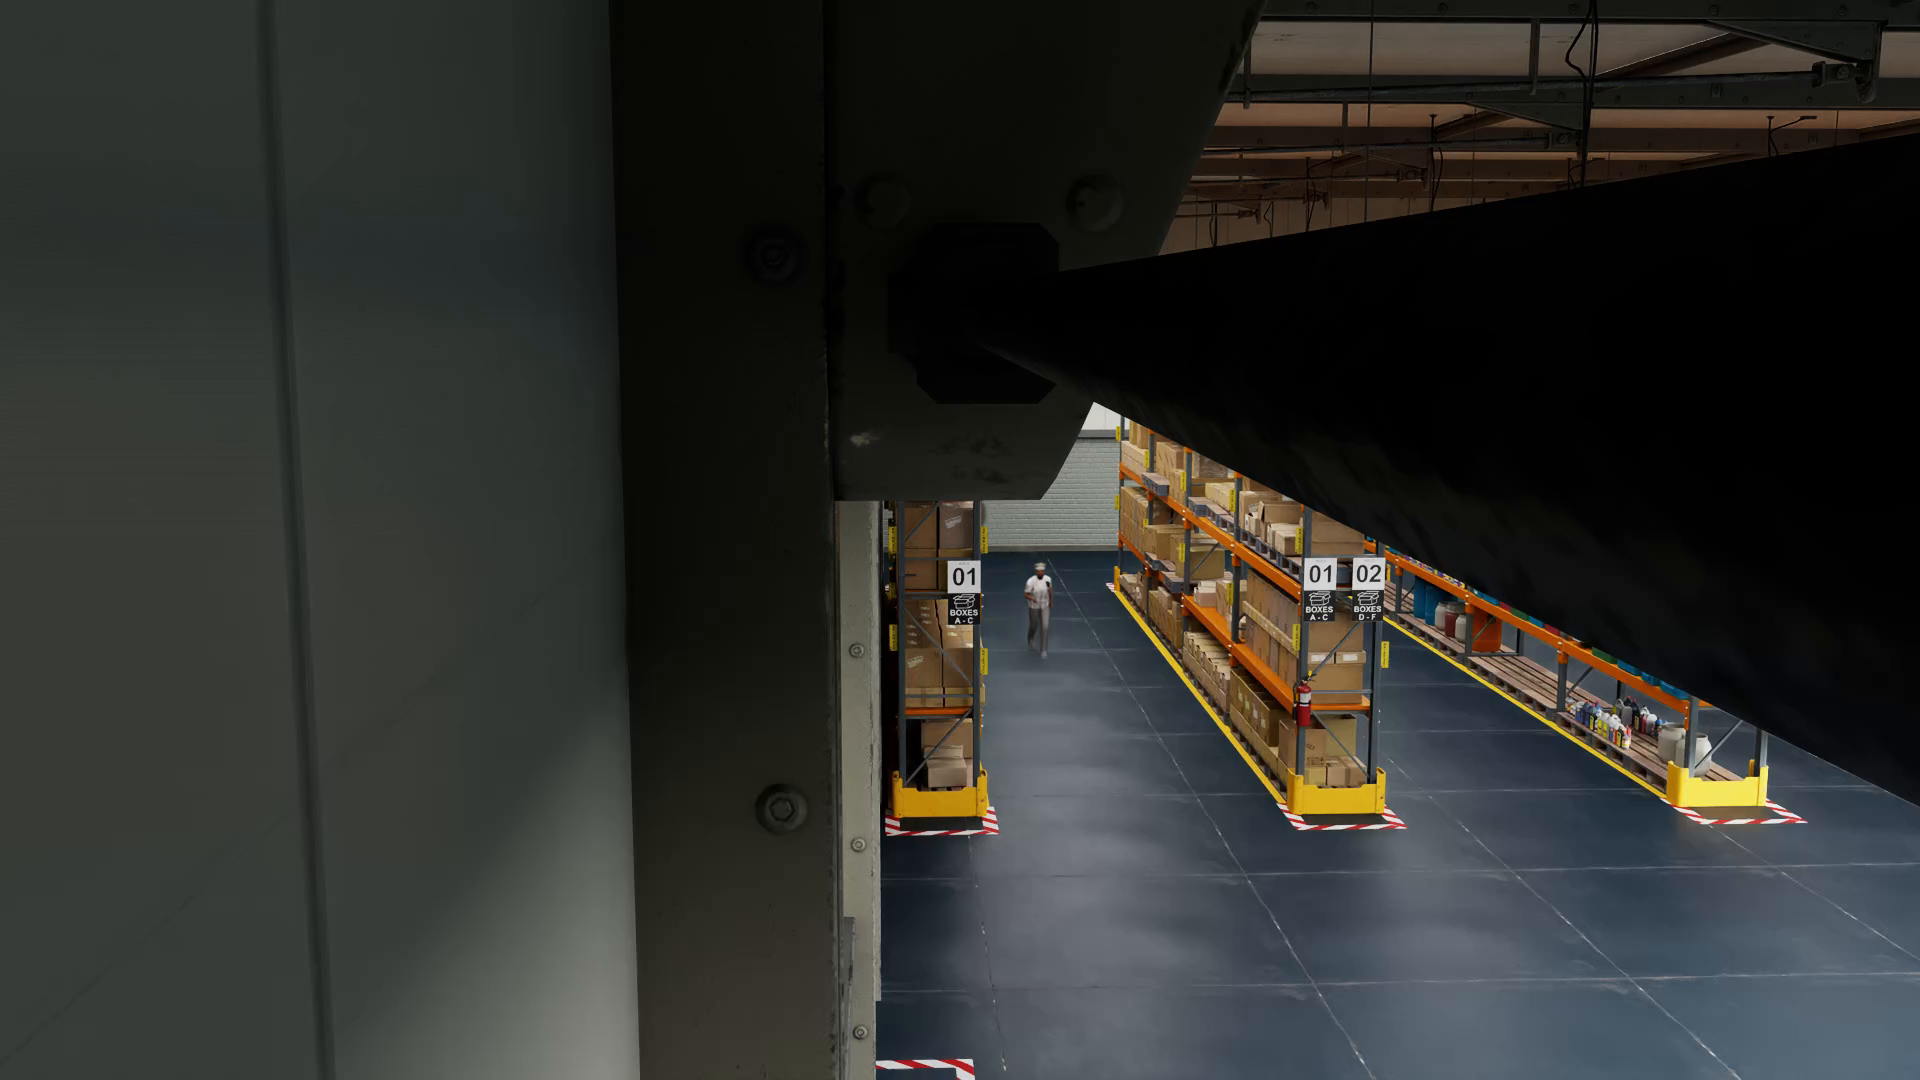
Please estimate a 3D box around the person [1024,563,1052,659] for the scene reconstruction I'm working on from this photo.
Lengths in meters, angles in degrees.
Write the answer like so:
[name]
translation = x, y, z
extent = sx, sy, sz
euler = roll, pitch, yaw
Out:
[person]
translation = 1.407, 1.216, 29.845
extent = 0.544, 1.700, 0.930
euler = -1, 8, -8
